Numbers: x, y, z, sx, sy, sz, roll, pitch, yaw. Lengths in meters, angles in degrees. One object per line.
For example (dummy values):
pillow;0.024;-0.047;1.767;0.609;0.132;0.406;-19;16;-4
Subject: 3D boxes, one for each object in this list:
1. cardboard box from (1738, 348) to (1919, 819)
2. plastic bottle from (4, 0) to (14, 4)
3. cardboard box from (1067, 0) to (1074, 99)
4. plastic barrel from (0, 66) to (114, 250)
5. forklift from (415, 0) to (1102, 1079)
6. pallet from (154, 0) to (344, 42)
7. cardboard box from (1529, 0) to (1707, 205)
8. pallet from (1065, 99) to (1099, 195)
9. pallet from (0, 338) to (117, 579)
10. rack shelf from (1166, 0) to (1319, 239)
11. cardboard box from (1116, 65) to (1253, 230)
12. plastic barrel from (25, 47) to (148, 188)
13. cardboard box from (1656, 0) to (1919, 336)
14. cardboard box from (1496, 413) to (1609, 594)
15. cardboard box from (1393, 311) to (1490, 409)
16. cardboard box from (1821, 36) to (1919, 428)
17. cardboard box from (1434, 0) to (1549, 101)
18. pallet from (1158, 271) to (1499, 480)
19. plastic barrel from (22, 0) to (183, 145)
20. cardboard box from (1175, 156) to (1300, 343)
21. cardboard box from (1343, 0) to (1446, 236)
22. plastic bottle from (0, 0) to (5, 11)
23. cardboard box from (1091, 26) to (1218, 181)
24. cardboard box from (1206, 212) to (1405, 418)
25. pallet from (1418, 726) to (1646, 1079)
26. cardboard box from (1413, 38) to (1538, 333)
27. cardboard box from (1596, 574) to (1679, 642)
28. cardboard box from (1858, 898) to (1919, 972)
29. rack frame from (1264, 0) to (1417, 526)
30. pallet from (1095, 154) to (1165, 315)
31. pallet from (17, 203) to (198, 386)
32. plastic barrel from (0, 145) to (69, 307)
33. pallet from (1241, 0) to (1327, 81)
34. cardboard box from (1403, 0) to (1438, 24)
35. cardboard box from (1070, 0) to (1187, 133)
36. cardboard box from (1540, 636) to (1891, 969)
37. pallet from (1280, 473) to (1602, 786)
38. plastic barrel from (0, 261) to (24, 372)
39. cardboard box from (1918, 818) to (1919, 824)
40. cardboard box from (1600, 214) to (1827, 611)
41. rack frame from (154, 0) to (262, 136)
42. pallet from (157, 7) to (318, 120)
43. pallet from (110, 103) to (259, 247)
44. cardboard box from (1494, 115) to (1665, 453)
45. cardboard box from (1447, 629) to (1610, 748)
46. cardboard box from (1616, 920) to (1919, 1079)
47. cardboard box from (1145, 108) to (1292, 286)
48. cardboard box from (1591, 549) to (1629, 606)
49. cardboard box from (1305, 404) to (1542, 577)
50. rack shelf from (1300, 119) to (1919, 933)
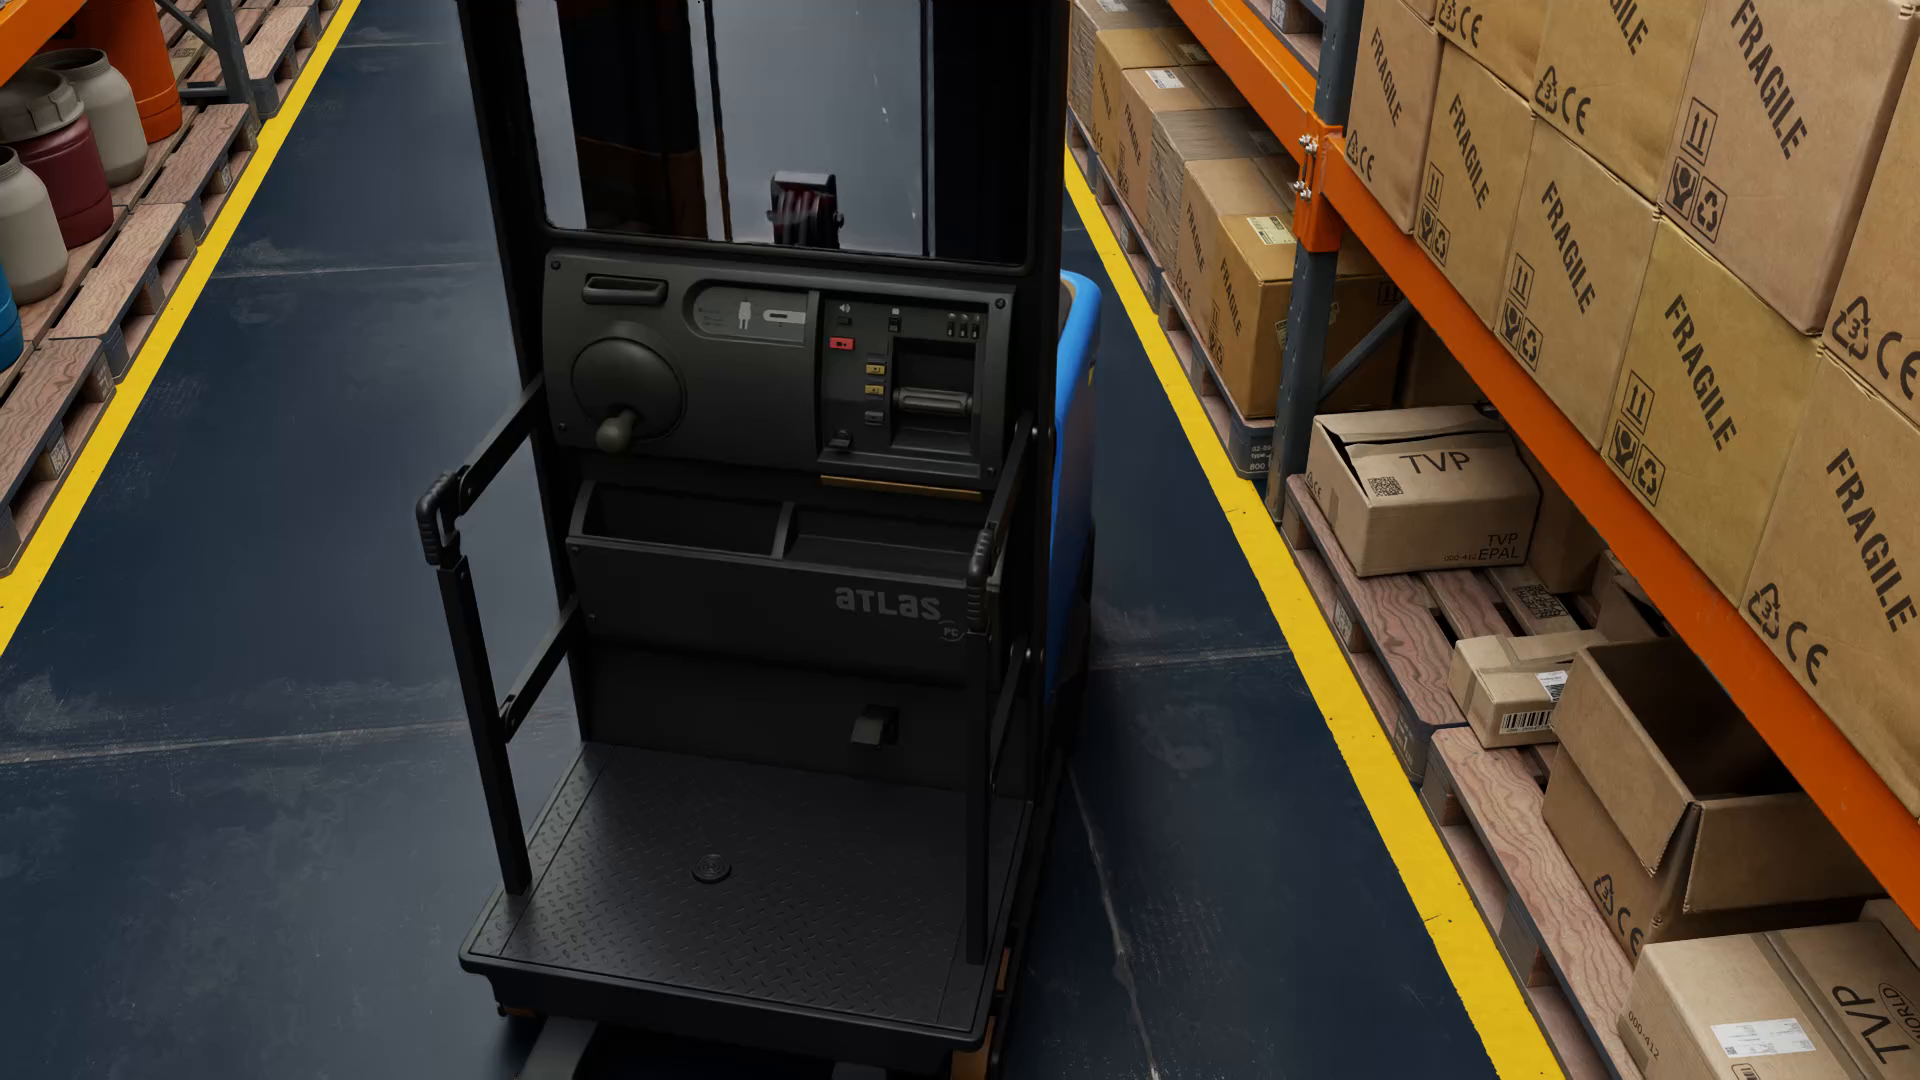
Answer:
cardboard box;1.567;0.037;2.444;0.500;0.500;0.500;-4;34;-6
plastic bottle;-3.243;-1.931;5.534;0.097;0.271;0.097;0;34;0
cardboard box;0.734;-2.462;8.028;0.500;0.500;0.500;-3;34;-4
plastic barrel;-3.718;-1.491;6.543;0.600;0.588;0.708;-4;35;-6
forklift;-0.401;-0.272;3.046;1.130;2.935;3.031;6;35;9
pallet;-4.179;-3.178;9.726;1.003;0.211;1.213;-4;35;-6
cardboard box;1.417;-0.952;3.007;0.500;0.500;0.500;-5;35;-8
pallet;1.019;-2.017;8.023;1.003;0.211;1.213;-4;35;-6
pallet;-3.477;-0.265;5.452;1.003;0.211;1.213;-4;35;-6
rack shelf;1.225;-2.176;6.418;1.077;0.370;4.000;-4;35;-6
cardboard box;0.948;-1.599;6.762;0.500;0.500;0.500;-5;35;-8
plastic barrel;-3.705;-1.781;7.037;0.421;0.512;0.421;0;34;0
cardboard box;1.488;-0.664;2.584;0.500;0.500;0.500;-3;34;-5
cardboard box;1.852;-0.209;4.723;0.500;0.500;0.500;-4;35;-6
cardboard box;1.671;-0.794;5.581;0.500;0.500;0.500;-6;35;-9
cardboard box;1.557;-0.378;2.164;0.500;0.500;0.500;-3;34;-5
cardboard box;1.349;-1.239;3.428;0.500;0.500;0.500;-5;35;-8
pallet;1.348;-0.656;6.025;1.003;0.211;1.213;-4;35;-6
plastic barrel;-3.870;-2.221;7.400;0.600;0.830;0.708;-4;35;-6
cardboard box;1.086;-1.036;5.936;0.500;0.500;0.500;-4;35;-6
cardboard box;1.293;-1.093;4.102;0.500;0.500;0.500;-4;34;-5
plastic bottle;-3.255;-1.866;5.434;0.152;0.276;0.135;-4;35;-6
cardboard box;0.873;-1.890;7.189;0.500;0.500;0.500;-5;35;-7
cardboard box;1.144;-0.759;5.530;0.500;0.500;0.500;-5;35;-7
pallet;1.753;0.861;3.799;1.003;0.211;1.213;-4;35;-6
cardboard box;1.365;-0.808;3.683;0.500;0.500;0.500;-4;34;-6
cardboard box;1.953;0.287;4.162;0.500;0.311;0.500;-4;35;-6
cardboard box;2.106;0.947;3.248;0.500;0.250;0.500;-4;35;-6
rack frame;1.494;-1.357;4.577;1.000;3.000;0.127;-4;35;-6
pallet;1.180;-1.338;7.026;1.003;0.211;1.213;-4;35;-6
pallet;-3.644;-0.948;6.453;1.003;0.211;1.213;-4;35;-6
plastic barrel;-3.553;-1.151;6.112;0.421;0.512;0.421;0;34;0
pallet;1.495;-1.732;5.298;1.003;0.211;1.213;-4;35;-6
cardboard box;1.279;-1.527;3.851;0.500;0.500;0.500;-4;34;-5
cardboard box;0.810;-2.171;7.600;0.500;0.500;0.500;-6;35;-8
cardboard box;1.752;0.541;3.619;0.797;0.503;0.637;-4;35;-6
pallet;1.586;0.179;4.800;1.003;0.211;1.213;-4;35;-6
plastic barrel;-3.566;-0.990;5.530;0.600;0.901;0.708;-4;35;-6
cardboard box;1.629;0.315;2.035;0.500;0.500;0.500;-4;34;-6
cardboard box;1.500;-0.245;2.857;0.500;0.500;0.500;-5;35;-7
rack frame;-3.952;-3.216;7.305;1.000;3.000;0.127;-4;35;-6
pallet;-4.018;-2.499;8.729;1.003;0.211;1.213;-4;35;-6
pallet;-3.805;-1.627;7.450;1.003;0.211;1.213;-4;35;-6
cardboard box;1.430;-0.528;3.273;0.500;0.500;0.500;-5;35;-7
cardboard box;1.463;0.365;4.177;0.380;0.166;0.250;-4;35;-6
cardboard box;1.617;1.013;3.152;0.500;0.250;0.500;-4;35;-6
cardboard box;1.019;-1.316;6.346;0.500;0.500;0.500;-4;34;-6
cardboard box;1.962;0.141;4.521;0.380;0.149;0.250;-4;35;-6
cardboard box;1.336;-0.177;4.843;0.500;0.311;0.500;-4;35;-6
rack shelf;1.763;0.056;3.142;1.077;0.370;4.000;-4;35;-6
